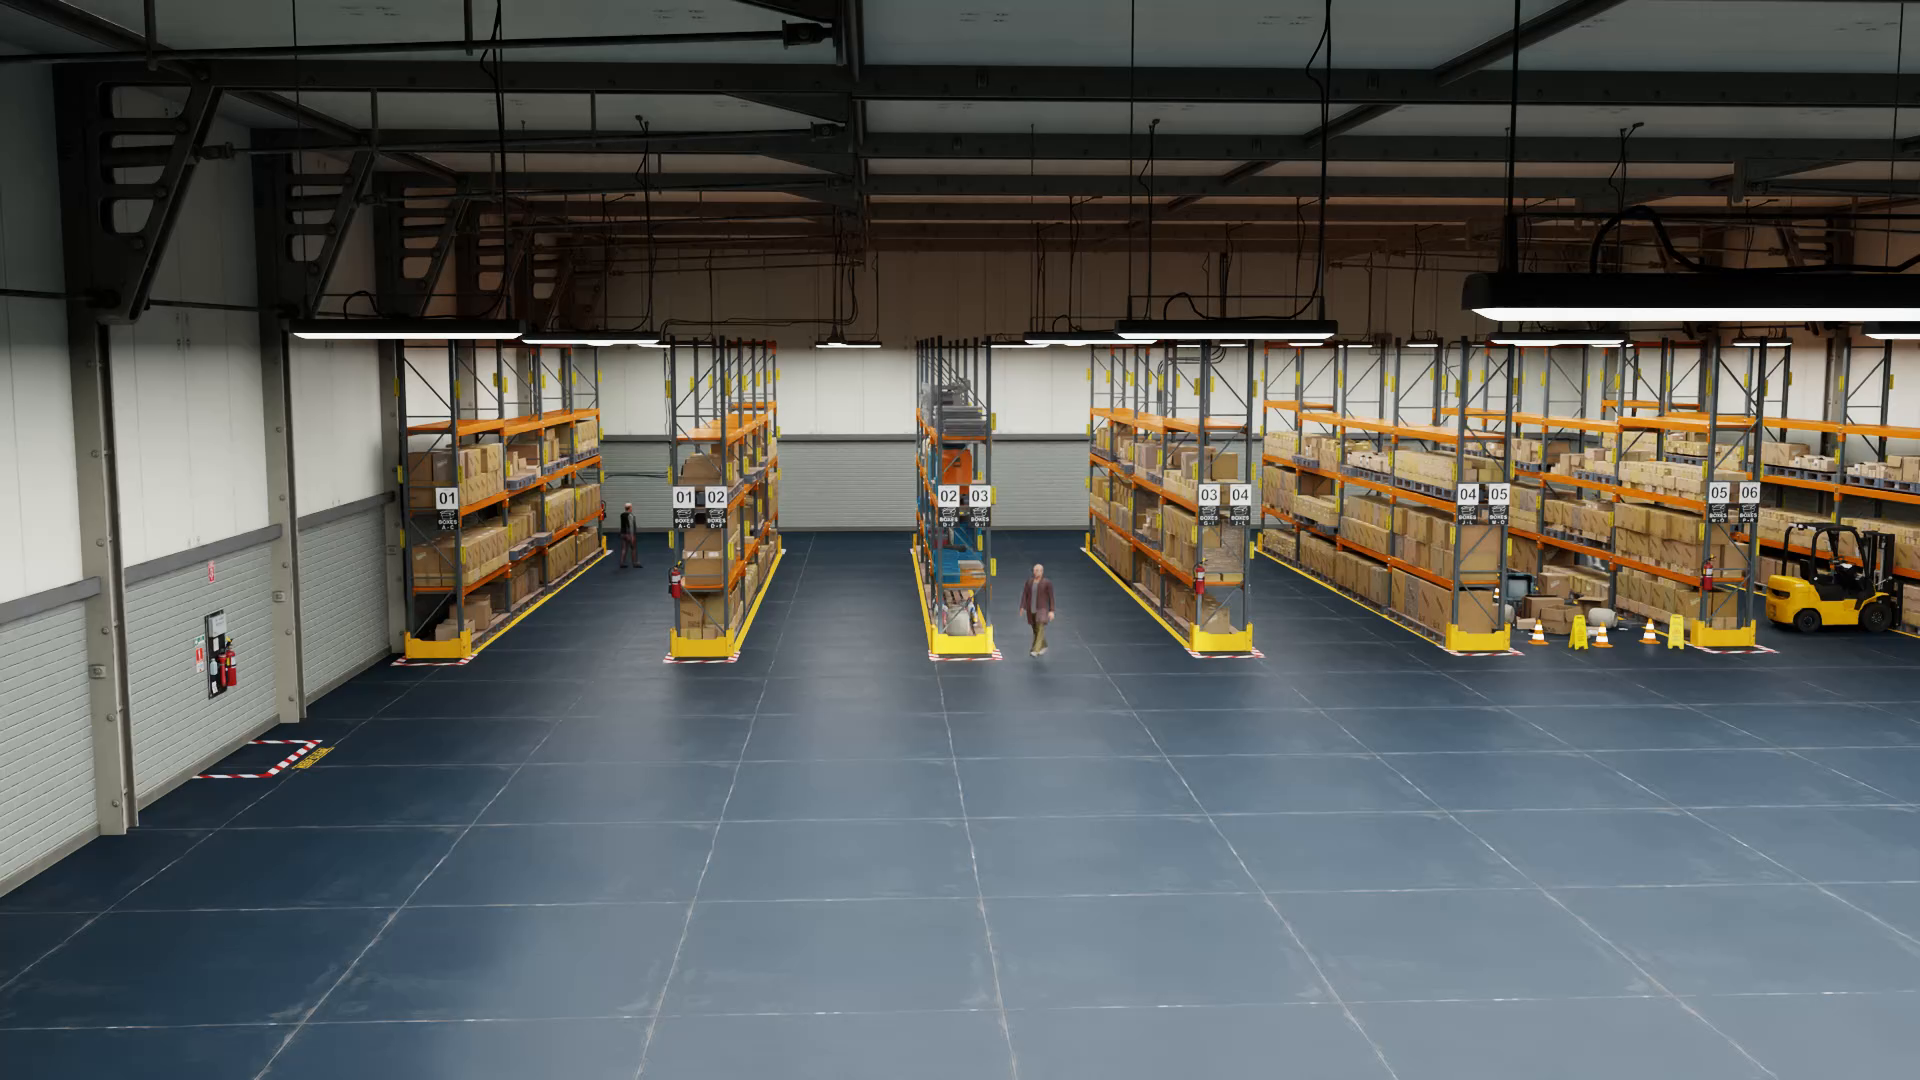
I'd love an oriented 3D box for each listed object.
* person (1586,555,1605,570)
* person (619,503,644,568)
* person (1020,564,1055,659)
[{"bbox_3d":[16.423,-0.056,43.164,0.627,1.777,0.598,1,7,8],"label":"person"},{"bbox_3d":[-8.710,-0.107,43.867,0.573,1.737,0.647,6,9,42],"label":"person"},{"bbox_3d":[1.395,1.329,30.990,0.614,1.730,1.101,5,8,35],"label":"person"}]
